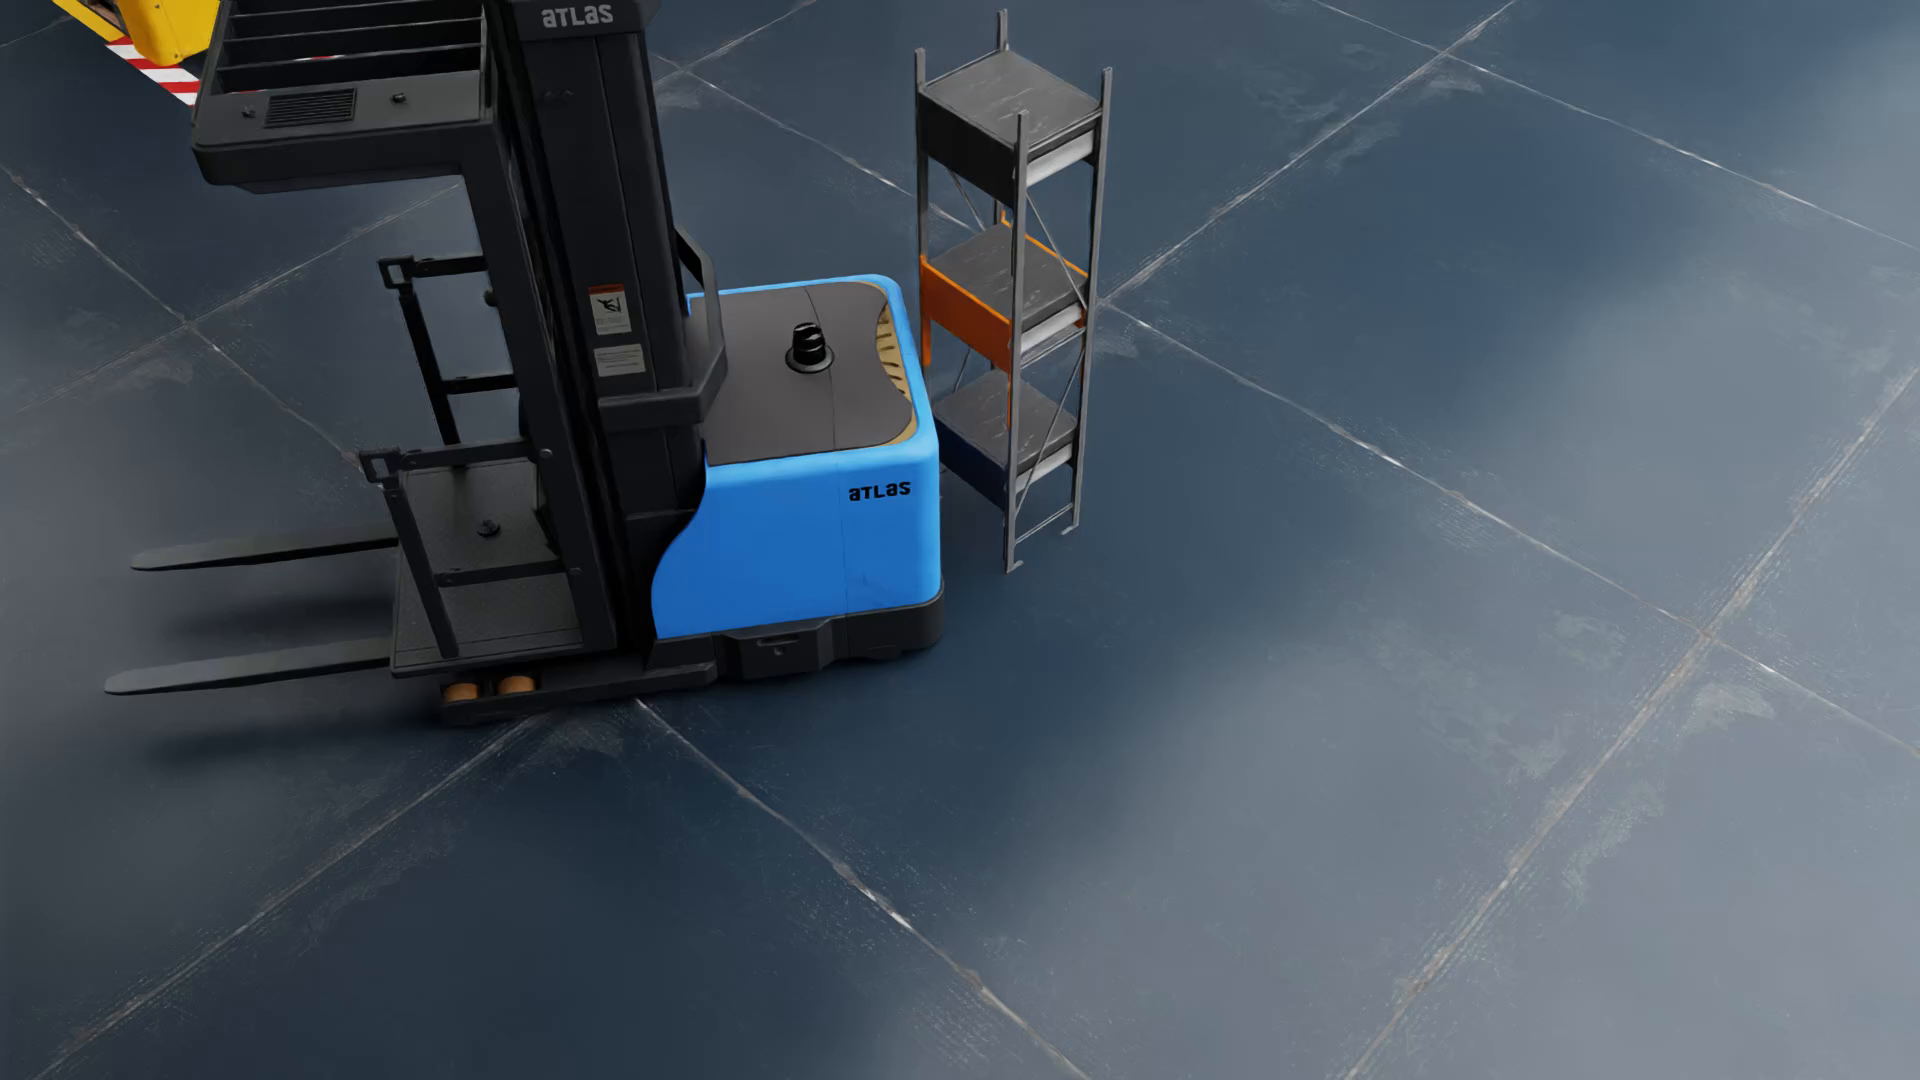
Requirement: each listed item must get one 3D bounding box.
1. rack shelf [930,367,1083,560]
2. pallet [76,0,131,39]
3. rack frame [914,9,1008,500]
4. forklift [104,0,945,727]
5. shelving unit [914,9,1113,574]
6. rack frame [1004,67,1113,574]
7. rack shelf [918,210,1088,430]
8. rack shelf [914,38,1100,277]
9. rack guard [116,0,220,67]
[{"bbox_3d":[0.168,-0.327,6.596,0.431,0.518,0.480,-33,55,-27],"label":"rack shelf"},{"bbox_3d":[-4.747,-3.440,9.835,1.213,0.211,1.003,34,55,28],"label":"pallet"},{"bbox_3d":[0.005,-0.948,6.200,0.400,2.100,0.015,-33,55,-27],"label":"rack frame"},{"bbox_3d":[-1.625,-0.741,5.436,3.031,2.935,1.130,-7,47,-7],"label":"forklift"},{"bbox_3d":[0.168,-0.815,6.075,0.431,2.100,0.503,-33,55,-27],"label":"shelving unit"},{"bbox_3d":[0.331,-0.683,5.951,0.400,2.100,0.015,-33,55,-27],"label":"rack frame"},{"bbox_3d":[0.168,-0.806,6.085,0.431,0.518,0.480,-33,55,-27],"label":"rack shelf"},{"bbox_3d":[0.168,-1.285,5.575,0.431,0.518,0.480,-33,55,-27],"label":"rack shelf"},{"bbox_3d":[-4.139,-3.171,9.384,0.348,0.500,1.175,34,55,28],"label":"rack guard"}]
